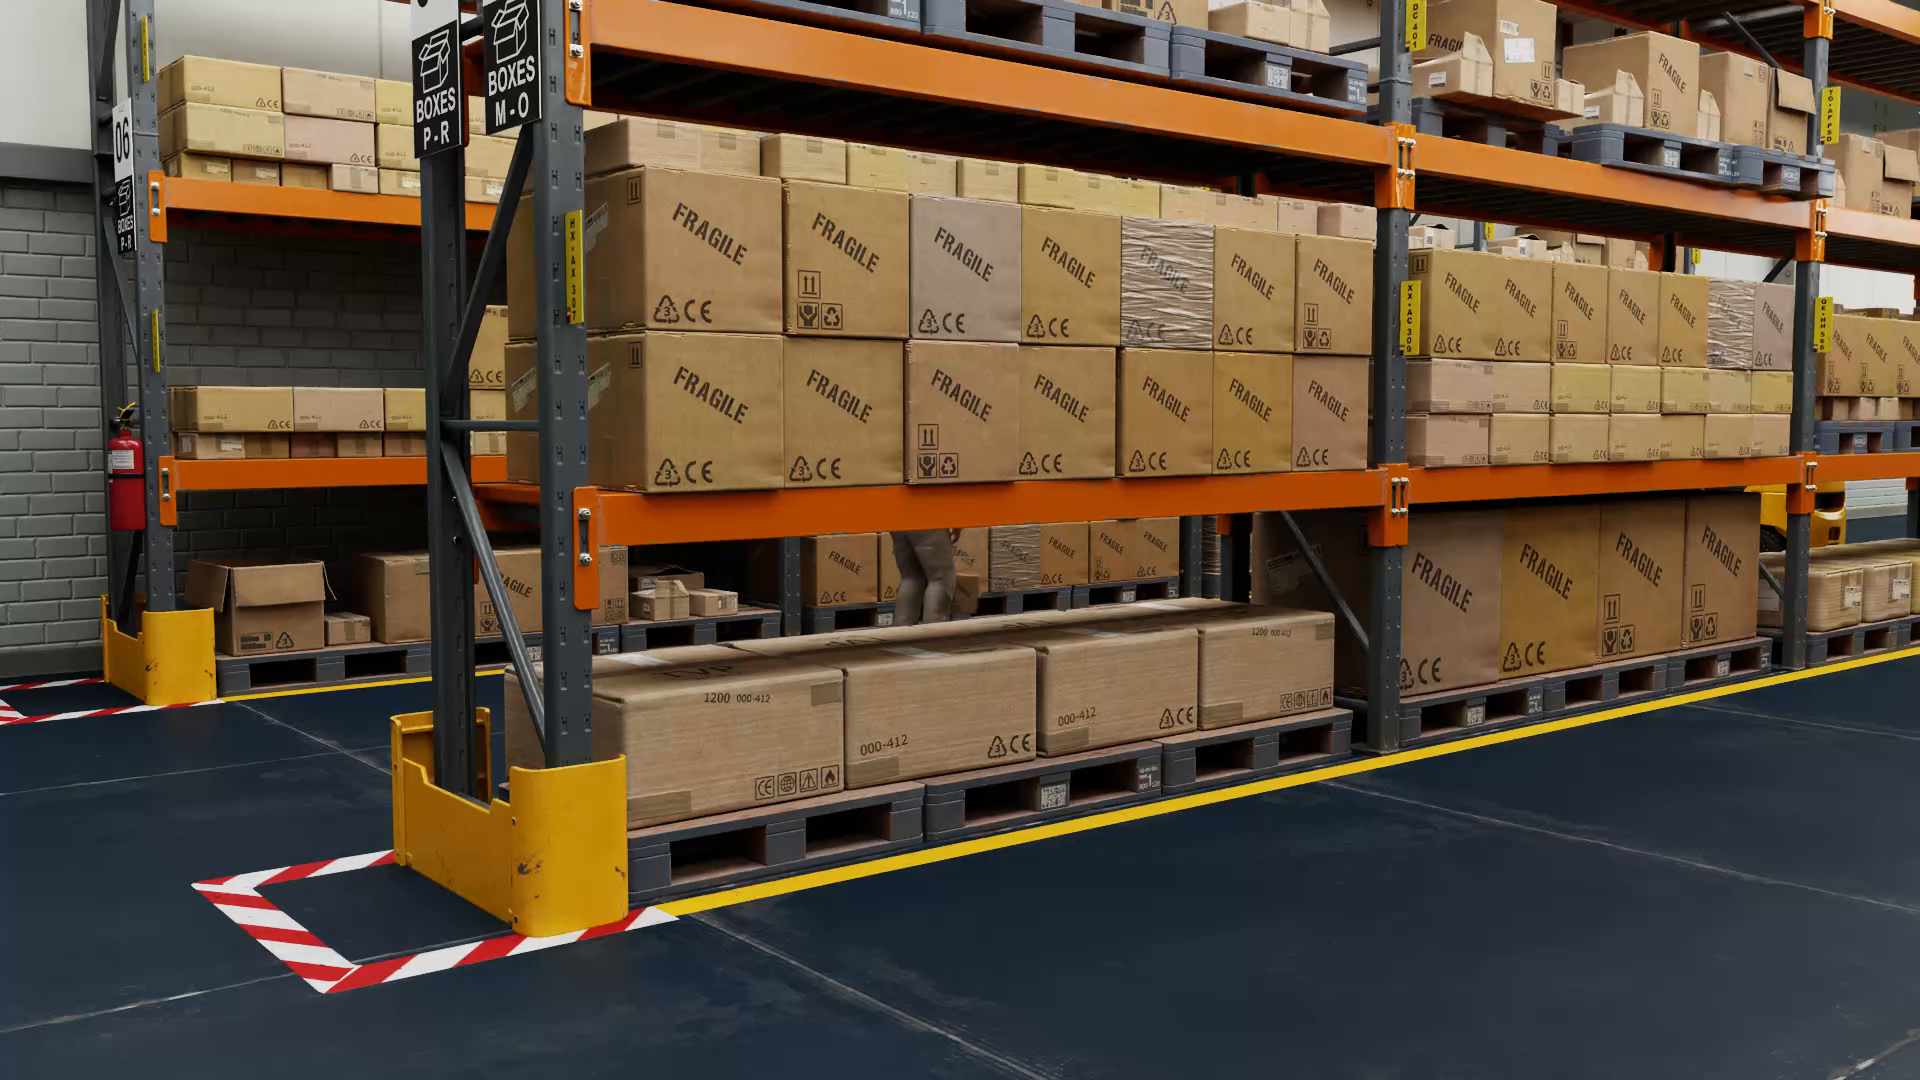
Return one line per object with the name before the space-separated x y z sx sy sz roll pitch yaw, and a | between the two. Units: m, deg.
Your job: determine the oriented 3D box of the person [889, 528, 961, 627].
person | -0.232 -0.111 10.548 0.396 1.729 0.566 -4 6 -40
